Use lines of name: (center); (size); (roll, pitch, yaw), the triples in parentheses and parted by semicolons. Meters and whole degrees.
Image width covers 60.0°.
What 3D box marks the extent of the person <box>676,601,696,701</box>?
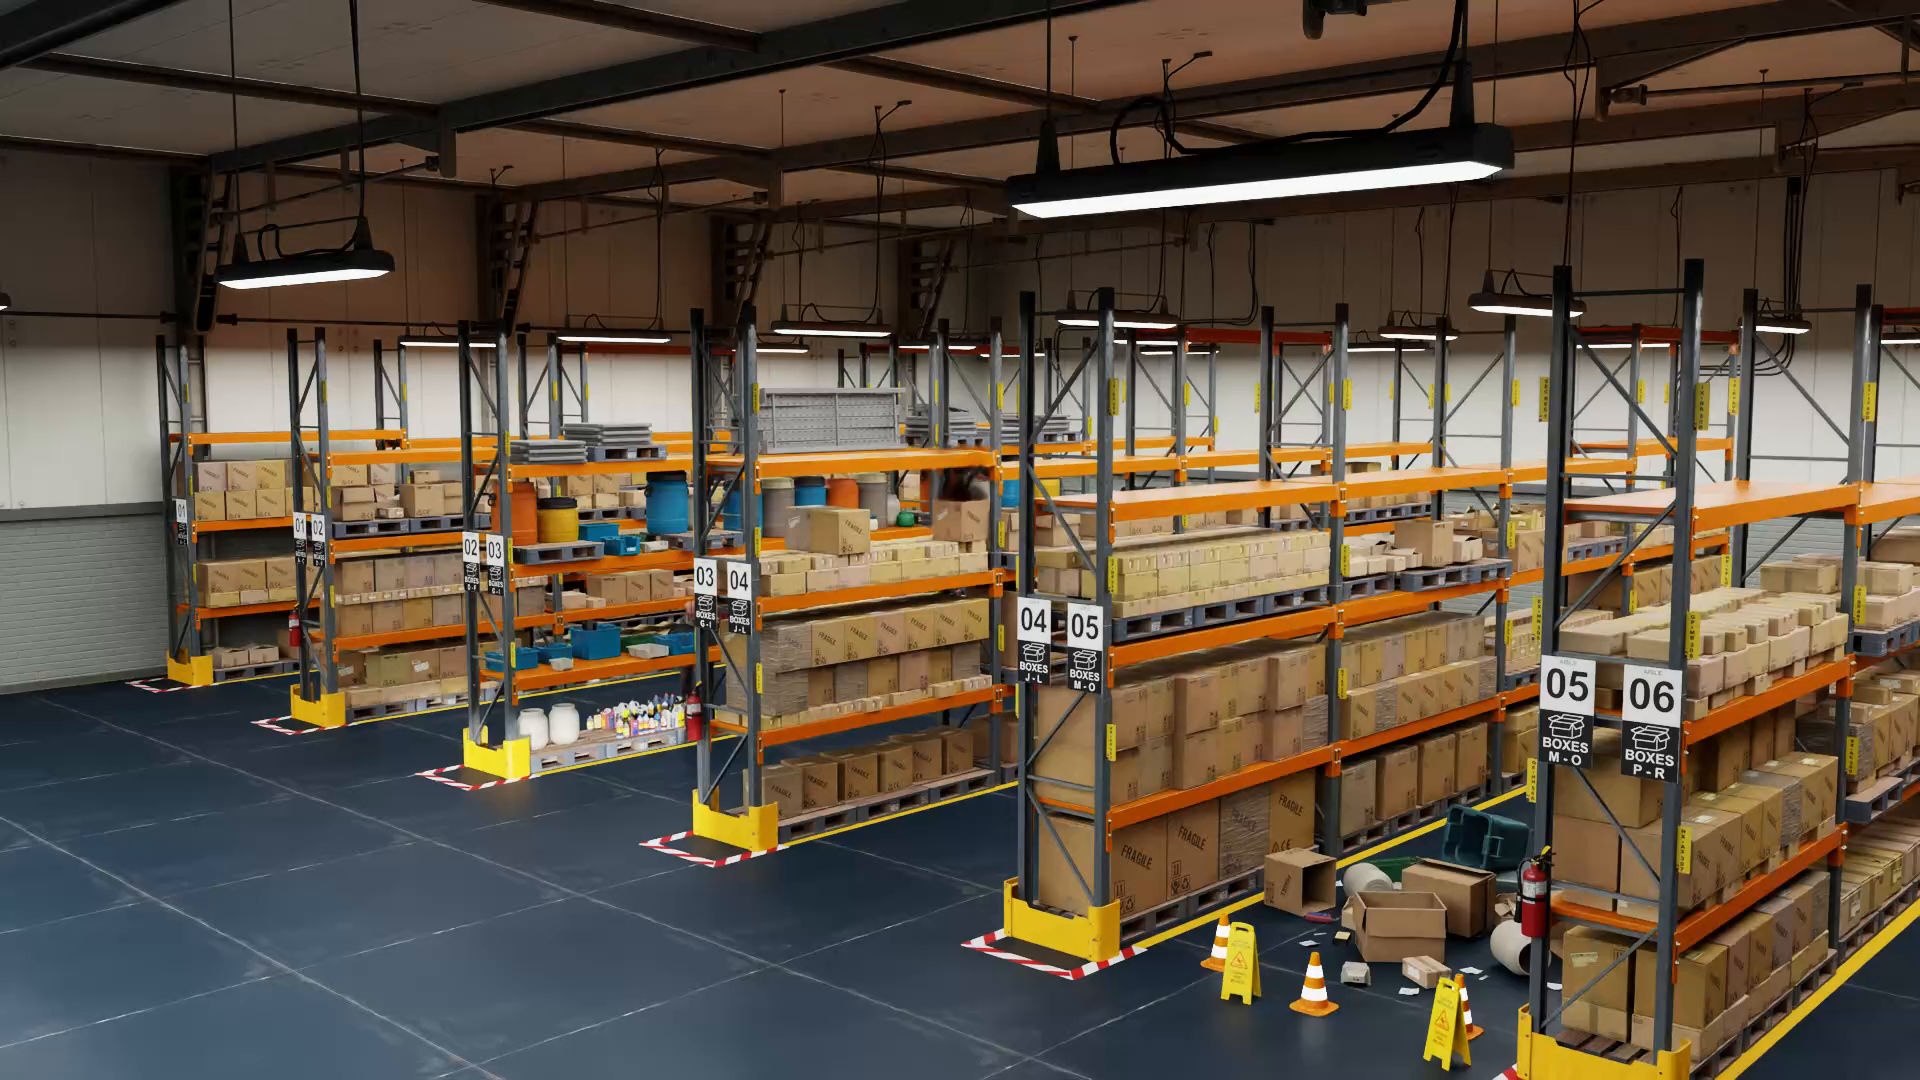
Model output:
person: (-4.244, 1.829, 26.390); (0.568, 1.739, 0.402); (1, 5, 11)
